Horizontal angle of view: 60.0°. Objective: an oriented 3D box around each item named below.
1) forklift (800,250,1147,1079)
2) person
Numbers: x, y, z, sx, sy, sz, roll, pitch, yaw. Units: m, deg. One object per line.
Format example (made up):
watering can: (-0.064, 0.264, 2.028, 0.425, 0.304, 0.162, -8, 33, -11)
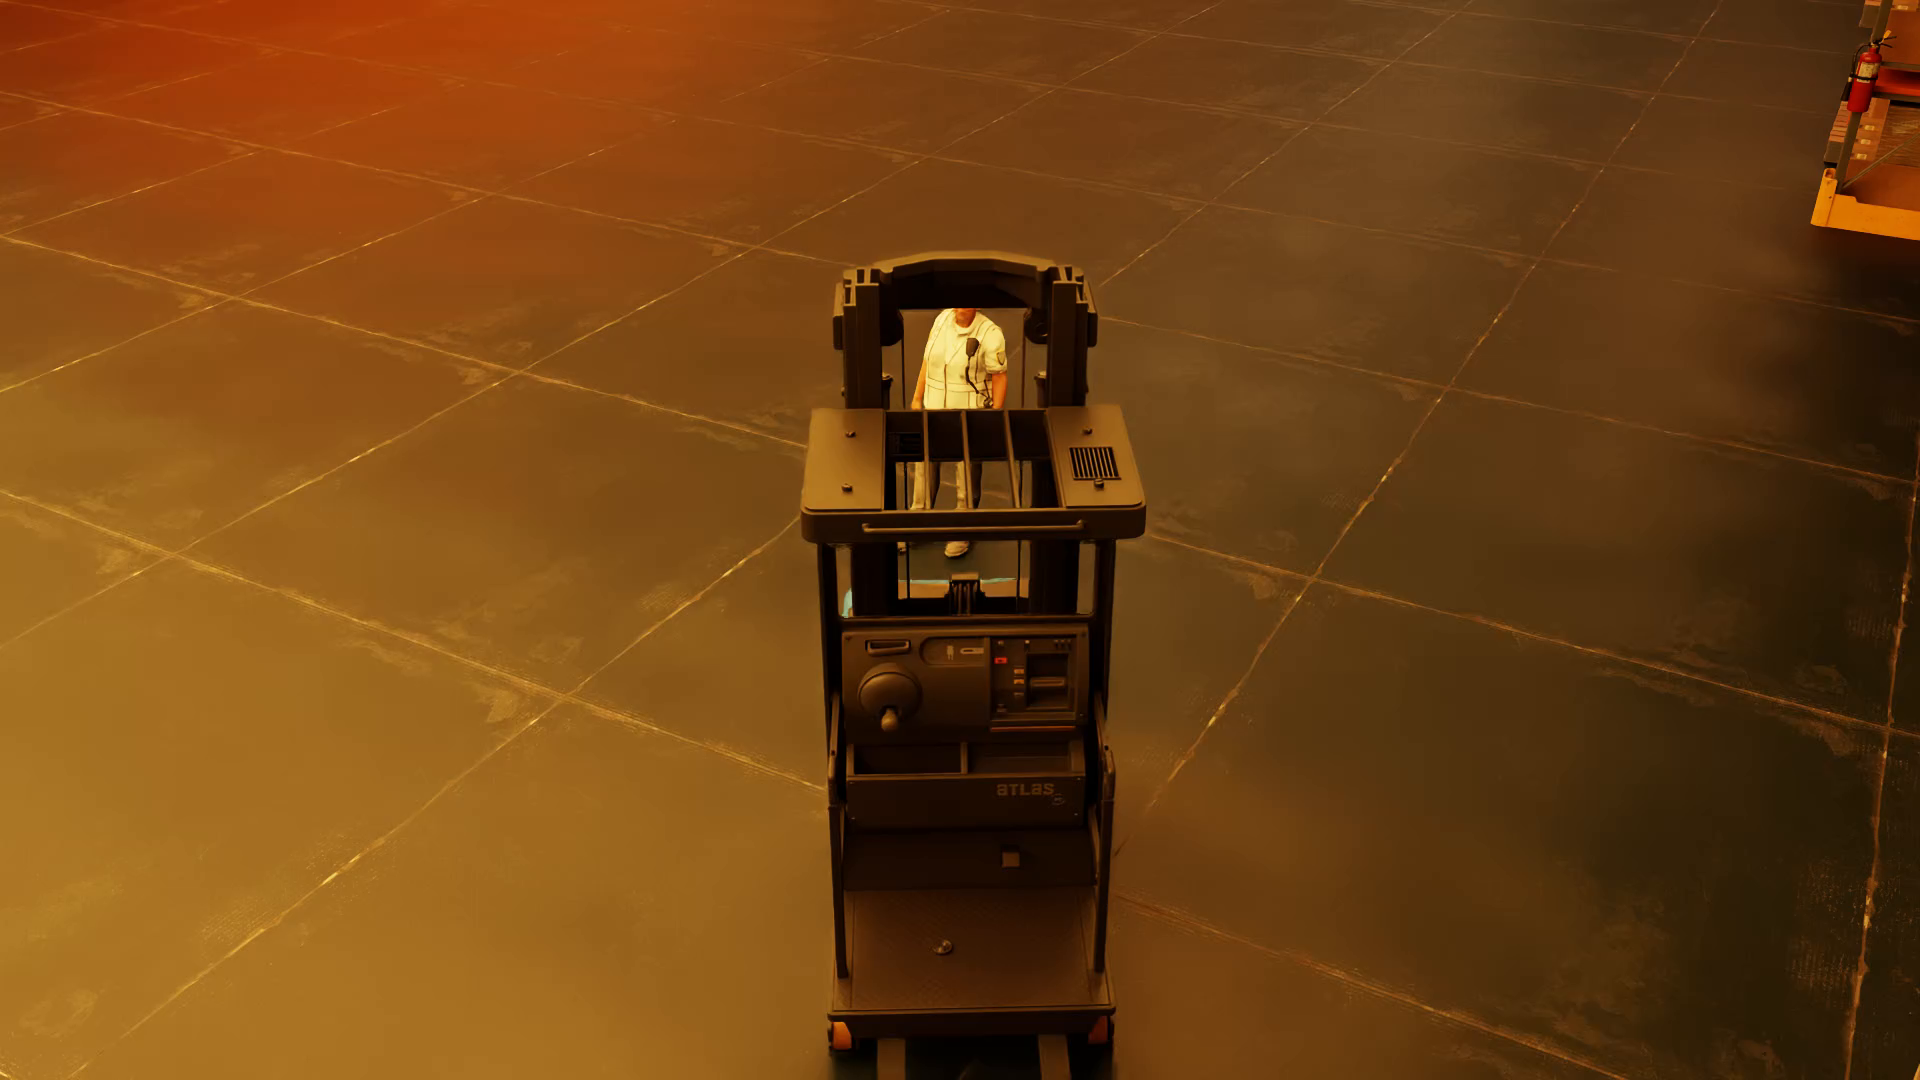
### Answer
forklift: (0.032, 0.569, 6.085, 1.130, 2.935, 3.031, -1, 30, -2)
person: (-0.057, -0.700, 9.534, 0.599, 1.670, 0.529, 15, 33, 25)
